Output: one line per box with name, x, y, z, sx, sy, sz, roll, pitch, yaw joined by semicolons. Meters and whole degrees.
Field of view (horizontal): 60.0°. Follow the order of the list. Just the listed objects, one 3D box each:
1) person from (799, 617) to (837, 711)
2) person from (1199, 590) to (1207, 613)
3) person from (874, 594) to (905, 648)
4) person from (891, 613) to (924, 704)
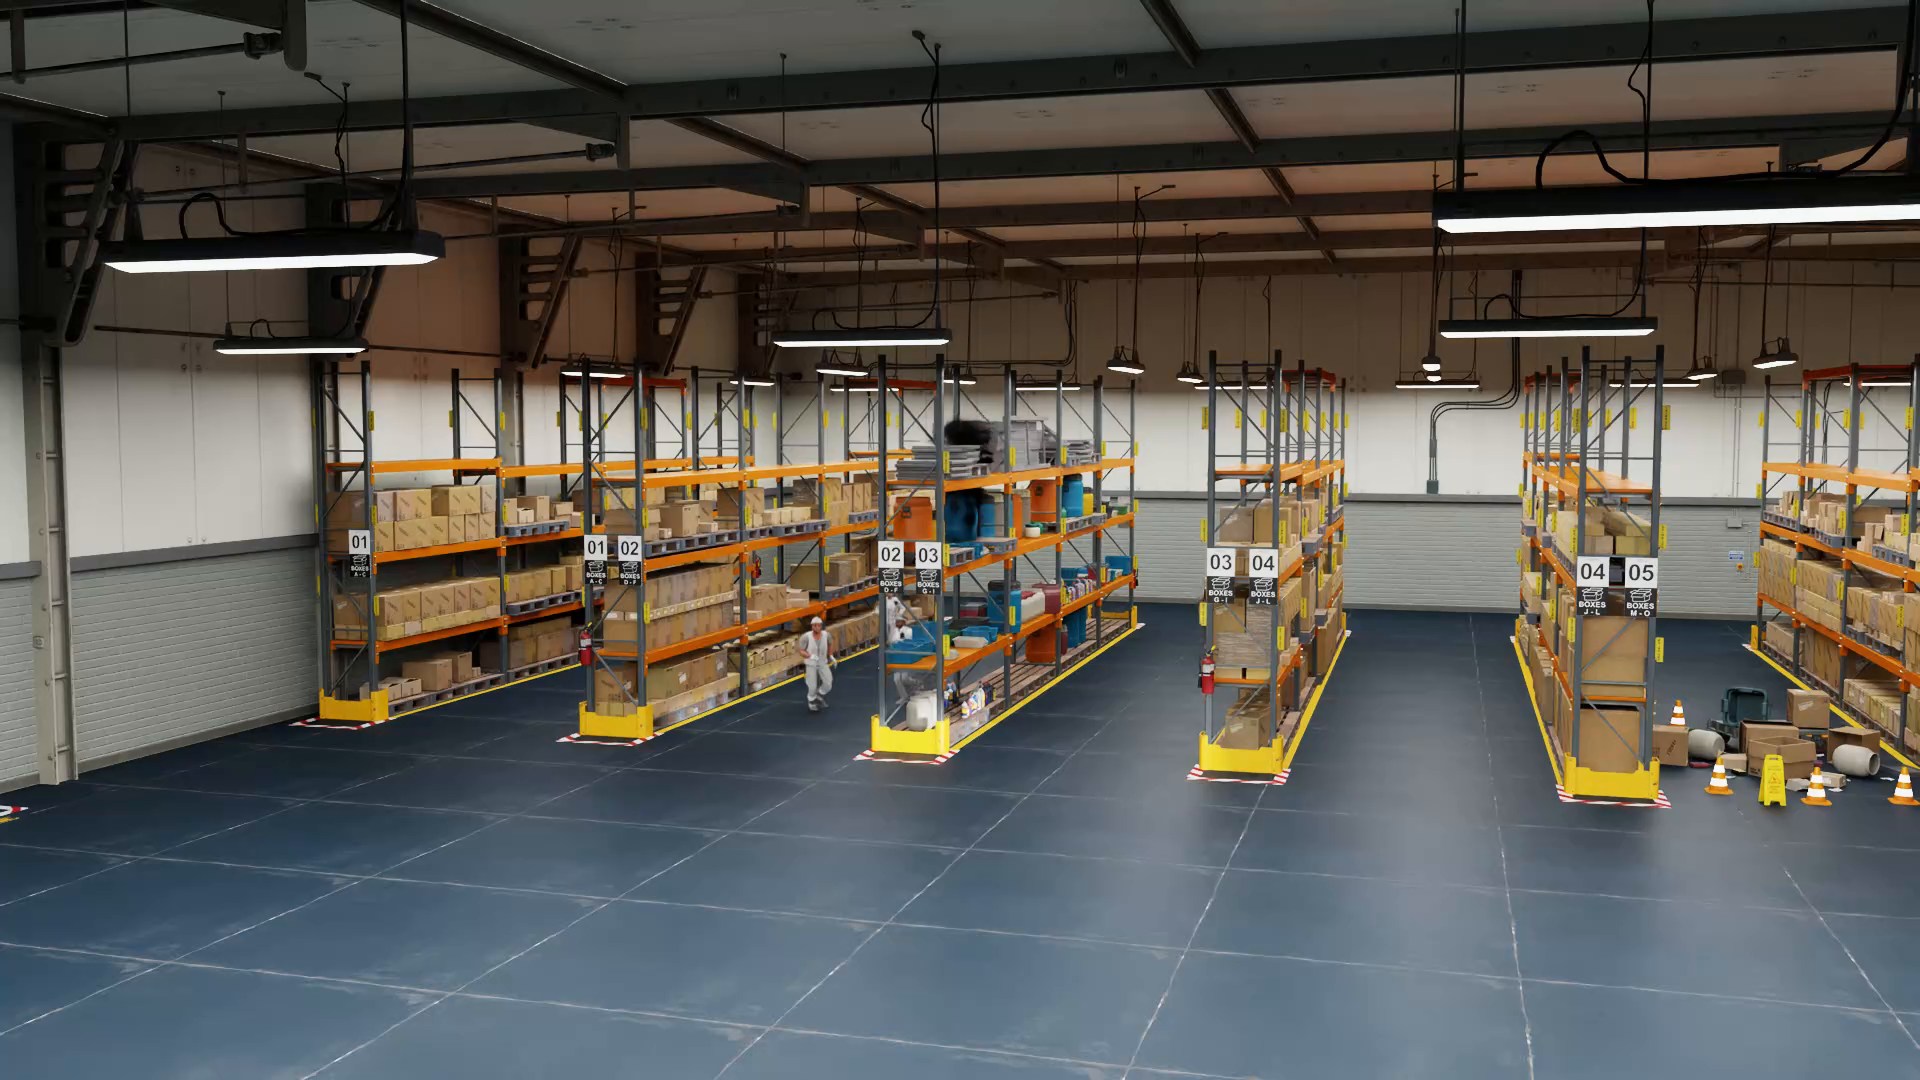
person;-2.422;2.135;28.423;0.691;1.680;0.807;-1;4;-19
person;5.420;1.644;35.134;0.707;1.712;0.712;0;4;0
person;-1.441;1.755;33.814;0.577;1.759;0.752;1;4;11
person;-0.956;2.084;29.532;0.562;1.639;0.630;3;5;40
